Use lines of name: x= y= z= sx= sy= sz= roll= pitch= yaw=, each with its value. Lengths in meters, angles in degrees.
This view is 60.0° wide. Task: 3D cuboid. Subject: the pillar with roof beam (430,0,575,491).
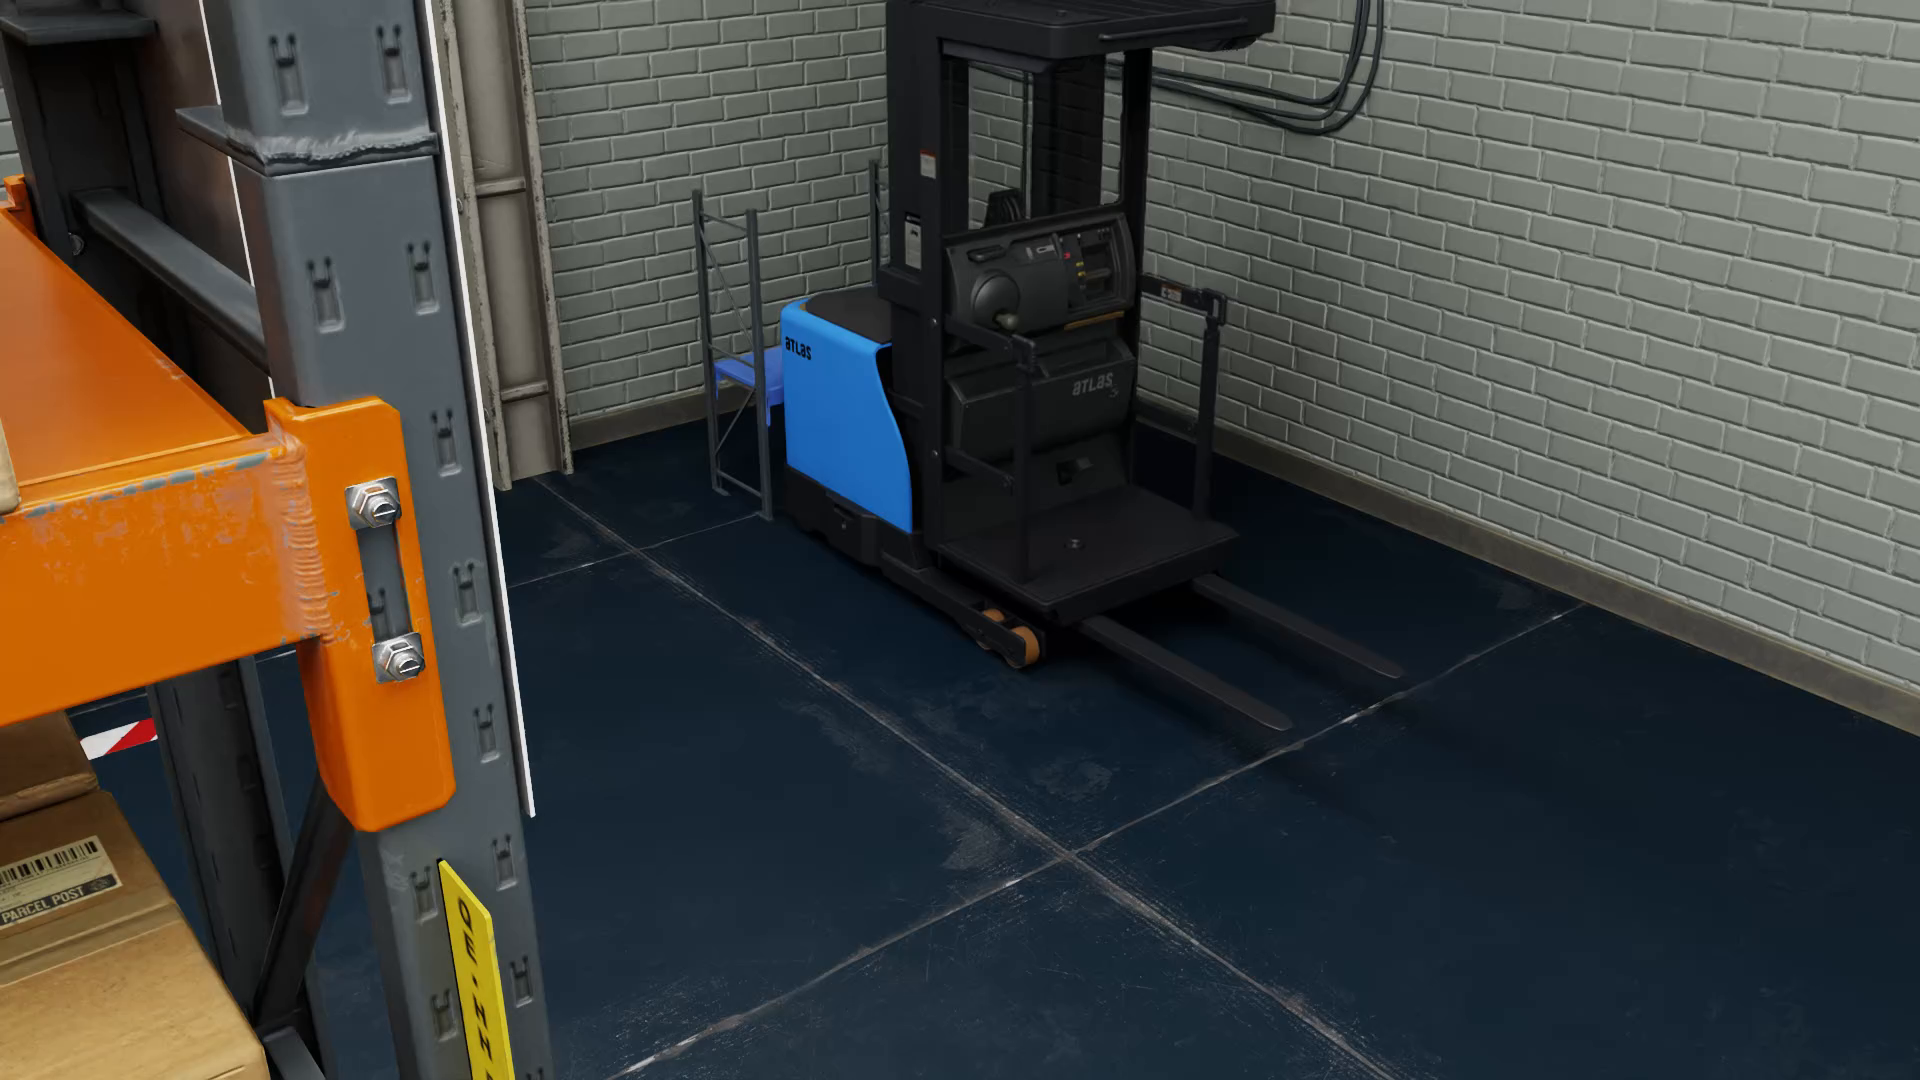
pillar with roof beam: x=0.439 y=-3.001 z=3.527 sx=0.400 sy=9.000 sz=9.100 roll=-18 pitch=31 yaw=-34

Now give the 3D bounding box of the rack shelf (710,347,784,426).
rack shelf: x=-0.674 y=-0.830 z=8.183 sx=1.000 sy=0.185 sz=0.538 roll=-19 pitch=31 yaw=-35

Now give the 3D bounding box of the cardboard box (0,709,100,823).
cardboard box: x=-1.260 y=0.451 z=1.908 sx=0.500 sy=0.500 sz=0.500 roll=-17 pitch=30 yaw=-33

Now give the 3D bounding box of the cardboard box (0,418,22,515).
cardboard box: x=-0.990 y=-0.150 z=1.124 sx=0.500 sy=0.250 sz=0.500 roll=-18 pitch=31 yaw=-34

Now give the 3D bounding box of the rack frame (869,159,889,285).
rack frame: x=-0.282 y=-1.129 z=8.401 sx=0.032 sy=1.500 sz=0.500 roll=-19 pitch=31 yaw=-35

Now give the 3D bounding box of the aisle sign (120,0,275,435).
aisle sign: x=-0.876 y=-0.372 z=1.900 sx=0.004 sy=0.787 sz=0.394 roll=-18 pitch=31 yaw=-34

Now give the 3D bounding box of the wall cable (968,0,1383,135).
wall cable: x=0.863 y=-3.381 z=8.035 sx=0.112 sy=2.526 sz=3.097 roll=-18 pitch=31 yaw=-34

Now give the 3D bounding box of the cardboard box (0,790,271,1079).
cardboard box: x=-0.929 y=0.630 z=1.523 sx=0.500 sy=0.500 sz=0.500 roll=-19 pitch=31 yaw=-34

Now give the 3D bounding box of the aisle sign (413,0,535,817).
aisle sign: x=-0.506 y=-0.173 z=1.472 sx=0.004 sy=0.787 sz=0.394 roll=-18 pitch=31 yaw=-34

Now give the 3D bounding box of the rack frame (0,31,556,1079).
rack frame: x=-0.749 y=0.922 z=2.200 sx=0.127 sy=3.000 sz=1.000 roll=-18 pitch=31 yaw=-34

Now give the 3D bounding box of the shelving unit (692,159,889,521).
shelving unit: x=-0.674 y=-0.993 z=8.107 sx=1.048 sy=1.500 sz=0.538 roll=-19 pitch=31 yaw=-35

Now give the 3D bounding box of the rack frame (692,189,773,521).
rack frame: x=-1.066 y=-0.857 z=7.814 sx=0.032 sy=1.500 sz=0.500 roll=-19 pitch=31 yaw=-35

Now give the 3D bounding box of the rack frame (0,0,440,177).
rack frame: x=-0.749 y=-1.799 z=0.937 sx=0.127 sy=3.000 sz=1.000 roll=-18 pitch=31 yaw=-34

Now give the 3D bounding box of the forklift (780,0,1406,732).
forklift: x=0.466 y=-1.052 z=6.536 sx=1.130 sy=2.935 sz=3.031 roll=-18 pitch=30 yaw=-34

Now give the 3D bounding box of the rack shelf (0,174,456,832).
rack shelf: x=-2.322 y=0.407 z=0.600 sx=4.000 sy=0.370 sz=1.077 roll=-18 pitch=31 yaw=-34

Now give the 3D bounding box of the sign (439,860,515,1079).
sign: x=-0.422 y=0.443 z=1.482 sx=0.005 sy=0.325 sz=0.100 roll=-18 pitch=31 yaw=-34
